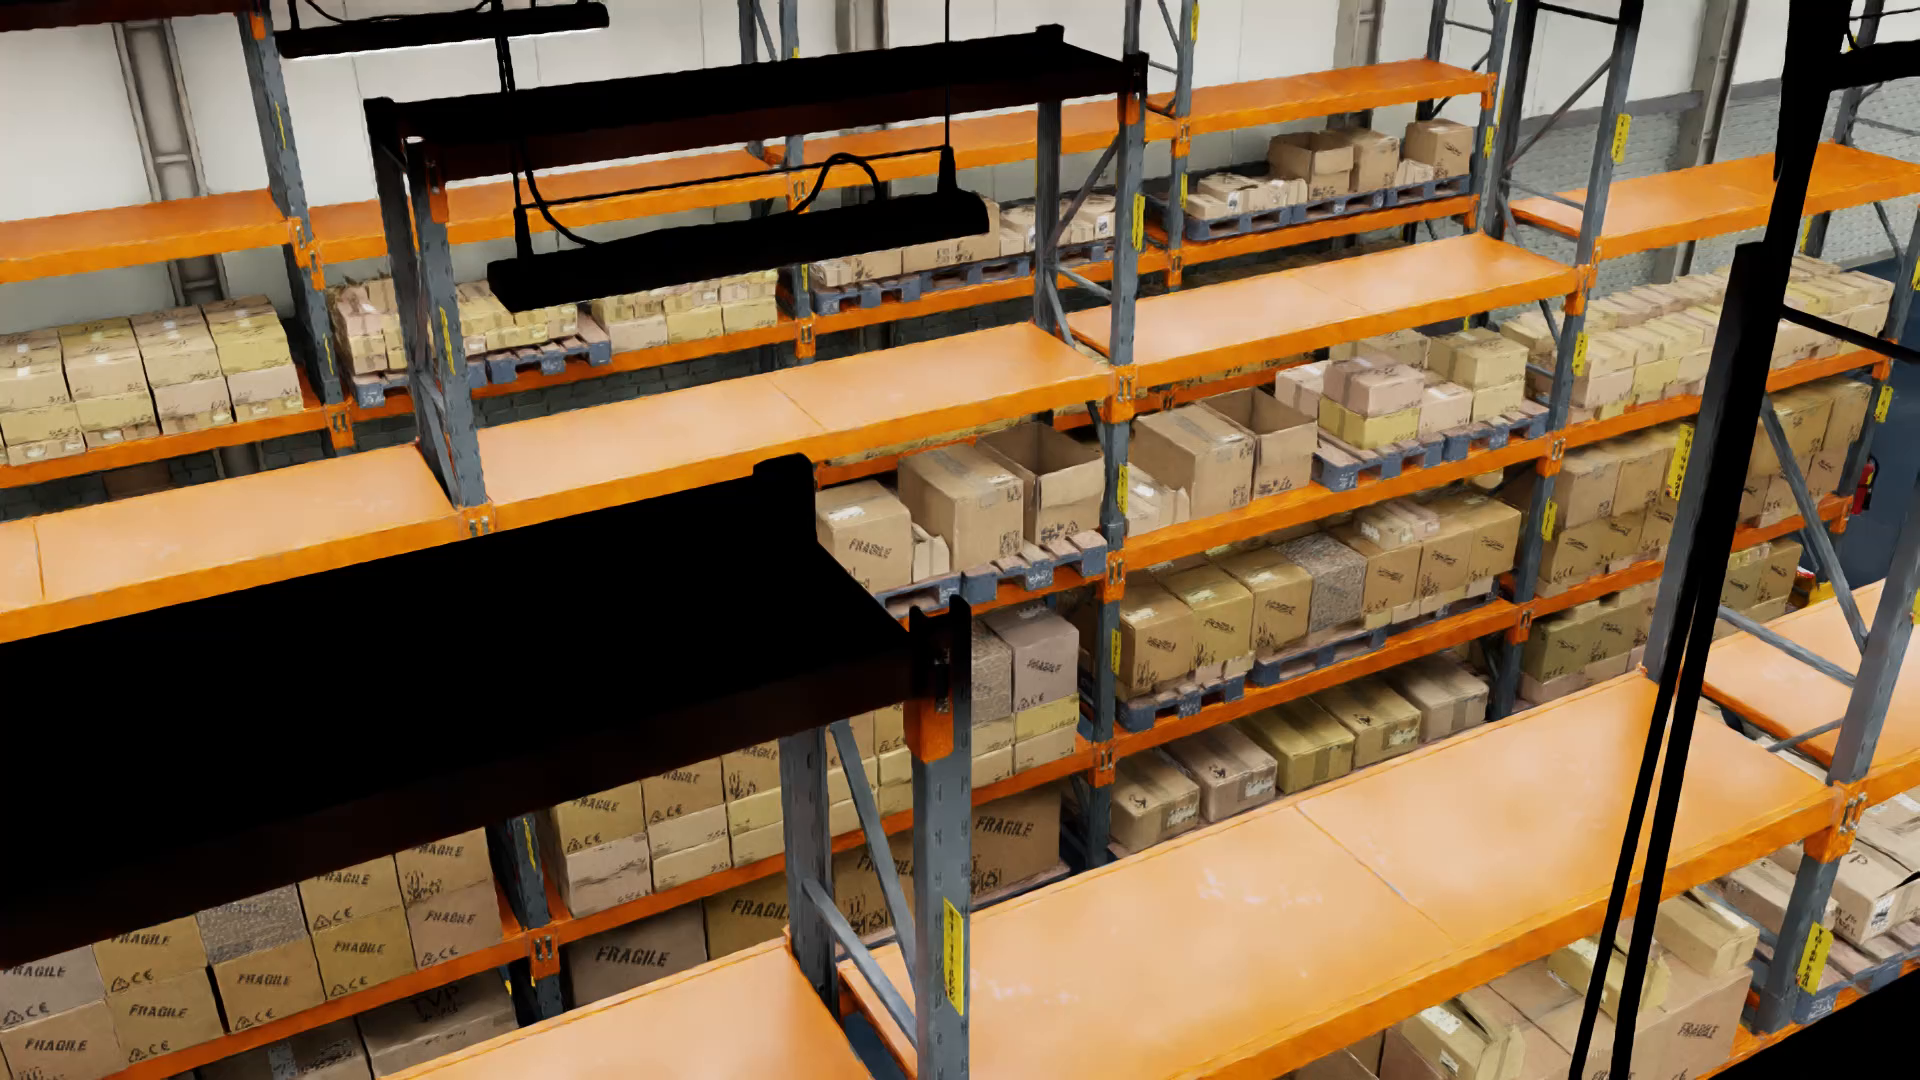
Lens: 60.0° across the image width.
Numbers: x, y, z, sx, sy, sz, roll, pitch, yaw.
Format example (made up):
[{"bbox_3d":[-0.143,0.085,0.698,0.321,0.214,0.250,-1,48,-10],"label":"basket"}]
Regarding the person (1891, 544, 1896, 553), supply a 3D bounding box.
[{"bbox_3d":[9.557,-0.487,16.148,0.548,1.662,0.522,4,28,7],"label":"person"}]
